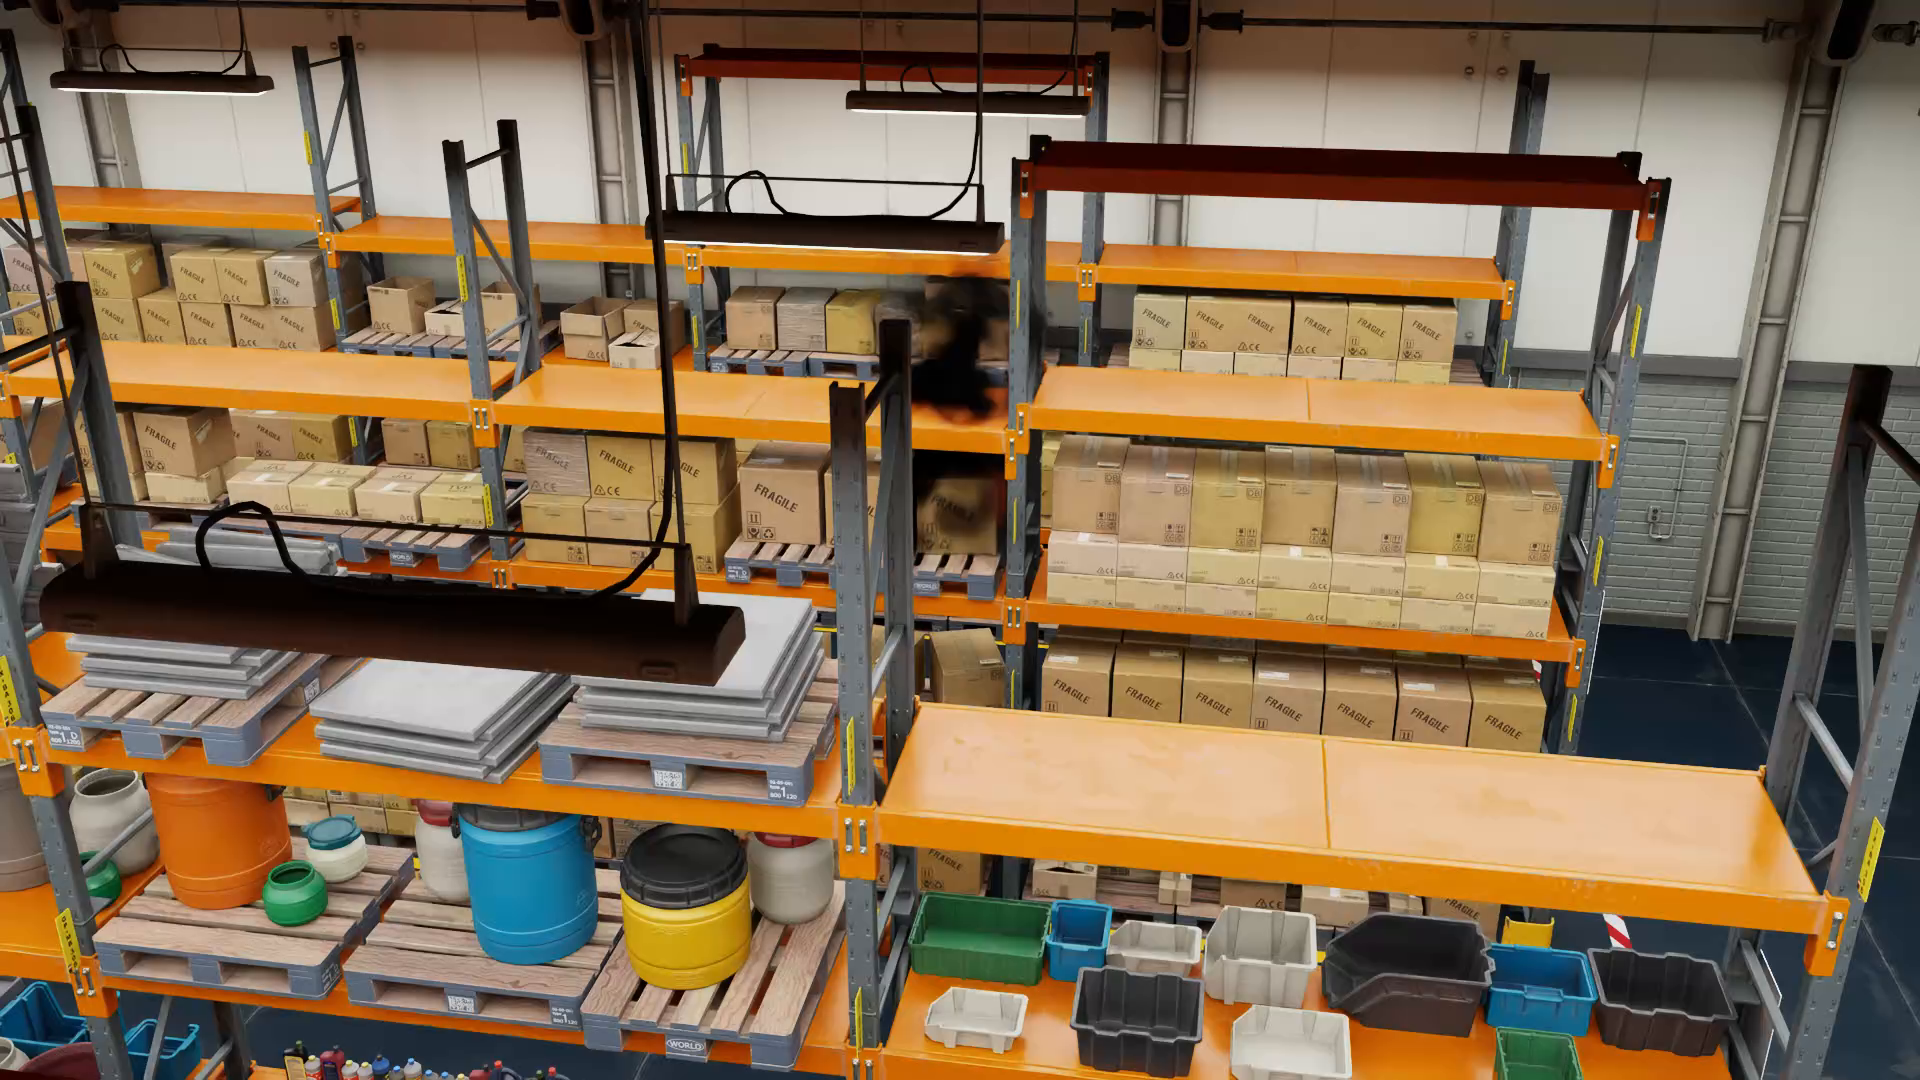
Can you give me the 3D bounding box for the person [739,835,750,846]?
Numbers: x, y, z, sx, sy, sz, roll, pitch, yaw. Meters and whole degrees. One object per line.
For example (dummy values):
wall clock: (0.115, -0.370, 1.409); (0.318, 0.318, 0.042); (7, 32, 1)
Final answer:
person: (-1.212, 2.462, 11.528); (0.779, 1.838, 0.718); (1, 23, 2)
